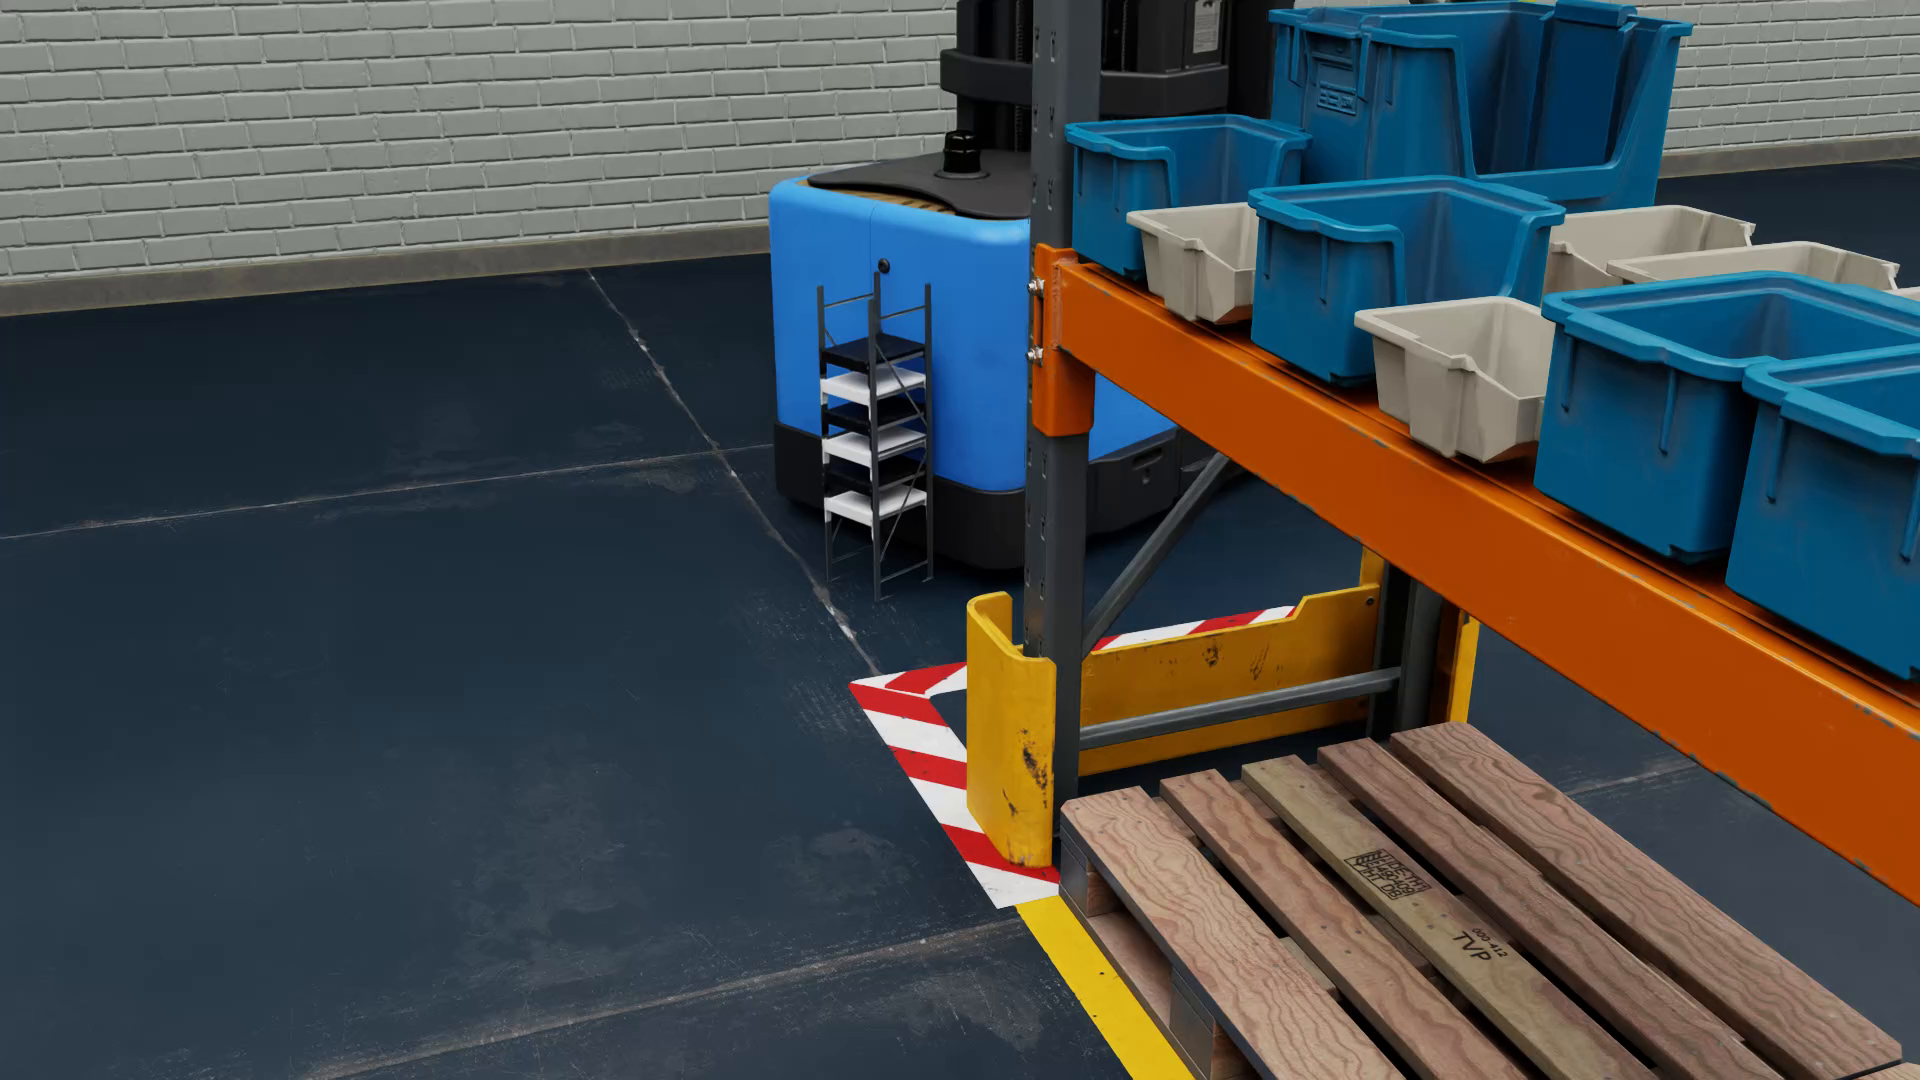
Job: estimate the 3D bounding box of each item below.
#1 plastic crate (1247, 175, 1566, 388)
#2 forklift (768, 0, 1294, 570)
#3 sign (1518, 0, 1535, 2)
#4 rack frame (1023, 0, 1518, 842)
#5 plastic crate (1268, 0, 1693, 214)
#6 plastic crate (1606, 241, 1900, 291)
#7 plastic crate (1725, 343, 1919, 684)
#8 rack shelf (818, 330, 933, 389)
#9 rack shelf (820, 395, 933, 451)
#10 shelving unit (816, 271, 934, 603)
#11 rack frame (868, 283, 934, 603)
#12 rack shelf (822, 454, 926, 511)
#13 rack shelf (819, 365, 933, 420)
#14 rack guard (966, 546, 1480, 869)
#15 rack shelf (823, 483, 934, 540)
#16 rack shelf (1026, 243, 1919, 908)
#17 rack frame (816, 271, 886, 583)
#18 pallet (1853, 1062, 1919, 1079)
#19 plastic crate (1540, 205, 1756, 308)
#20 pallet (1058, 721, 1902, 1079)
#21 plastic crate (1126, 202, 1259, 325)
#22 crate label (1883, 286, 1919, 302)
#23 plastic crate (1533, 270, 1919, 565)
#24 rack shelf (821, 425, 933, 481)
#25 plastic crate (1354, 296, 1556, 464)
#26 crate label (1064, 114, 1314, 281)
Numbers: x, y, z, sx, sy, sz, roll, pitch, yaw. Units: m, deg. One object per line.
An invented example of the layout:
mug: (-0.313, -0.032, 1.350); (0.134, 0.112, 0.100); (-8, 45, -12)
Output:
plastic crate: (0.636, -0.380, 2.428); (0.416, 0.233, 0.300); (-8, 24, -19)
forklift: (0.770, -1.748, 5.623); (1.130, 2.935, 3.031); (20, 30, 39)
sign: (1.133, -0.960, 3.456); (0.100, 0.325, 0.005); (-8, 24, -19)
rack frame: (0.624, -0.804, 3.294); (1.000, 3.000, 0.127); (-8, 24, -19)
plastic crate: (0.917, -0.751, 3.048); (0.616, 0.435, 0.499); (-8, 24, -19)
plastic crate: (1.170, -0.331, 2.435); (0.396, 0.136, 0.243); (-8, 24, -19)
plastic crate: (0.974, -0.032, 1.601); (0.416, 0.233, 0.300); (-8, 24, -19)
rack shelf: (-0.238, -0.511, 4.695); (0.200, 0.077, 0.258); (20, 30, 39)
rack shelf: (-0.238, -0.346, 4.765); (0.200, 0.077, 0.258); (20, 30, 39)
shelving unit: (-0.238, -0.293, 4.787); (0.210, 0.900, 0.258); (20, 30, 39)
rack frame: (-0.164, -0.266, 4.723); (0.006, 0.900, 0.240); (20, 30, 39)
rack shelf: (-0.238, -0.180, 4.835); (0.200, 0.077, 0.258); (20, 30, 39)
rack shelf: (-0.238, -0.428, 4.730); (0.200, 0.077, 0.258); (20, 30, 39)
rack guard: (0.603, 0.341, 3.796); (1.175, 0.500, 0.348); (-8, 24, -19)
rack shelf: (-0.238, -0.097, 4.870); (0.200, 0.077, 0.258); (20, 30, 39)
rack shelf: (1.331, 0.255, 1.710); (1.077, 0.370, 4.000); (-8, 24, -19)
rack frame: (-0.312, -0.320, 4.851); (0.006, 0.900, 0.240); (20, 30, 39)
pallet: (1.306, 1.229, 2.062); (1.003, 0.211, 1.213); (-8, 24, -19)
plastic crate: (1.081, -0.438, 2.690); (0.396, 0.136, 0.243); (-8, 24, -19)
pallet: (0.879, 0.786, 3.112); (1.003, 0.211, 1.213); (-8, 24, -19)
plastic crate: (0.439, -0.447, 2.710); (0.250, 0.136, 0.298); (-8, 24, -19)
crate label: (1.292, -0.233, 2.203); (0.396, 0.136, 0.243); (-8, 24, -19)
plastic crate: (0.868, -0.141, 1.860); (0.416, 0.233, 0.300); (-8, 24, -19)
rack shelf: (-0.238, -0.263, 4.800); (0.200, 0.077, 0.258); (20, 30, 39)
plastic crate: (0.679, -0.200, 2.126); (0.250, 0.136, 0.298); (-8, 24, -19)
crate label: (0.403, -0.619, 2.995); (0.416, 0.233, 0.303); (-8, 24, -19)
